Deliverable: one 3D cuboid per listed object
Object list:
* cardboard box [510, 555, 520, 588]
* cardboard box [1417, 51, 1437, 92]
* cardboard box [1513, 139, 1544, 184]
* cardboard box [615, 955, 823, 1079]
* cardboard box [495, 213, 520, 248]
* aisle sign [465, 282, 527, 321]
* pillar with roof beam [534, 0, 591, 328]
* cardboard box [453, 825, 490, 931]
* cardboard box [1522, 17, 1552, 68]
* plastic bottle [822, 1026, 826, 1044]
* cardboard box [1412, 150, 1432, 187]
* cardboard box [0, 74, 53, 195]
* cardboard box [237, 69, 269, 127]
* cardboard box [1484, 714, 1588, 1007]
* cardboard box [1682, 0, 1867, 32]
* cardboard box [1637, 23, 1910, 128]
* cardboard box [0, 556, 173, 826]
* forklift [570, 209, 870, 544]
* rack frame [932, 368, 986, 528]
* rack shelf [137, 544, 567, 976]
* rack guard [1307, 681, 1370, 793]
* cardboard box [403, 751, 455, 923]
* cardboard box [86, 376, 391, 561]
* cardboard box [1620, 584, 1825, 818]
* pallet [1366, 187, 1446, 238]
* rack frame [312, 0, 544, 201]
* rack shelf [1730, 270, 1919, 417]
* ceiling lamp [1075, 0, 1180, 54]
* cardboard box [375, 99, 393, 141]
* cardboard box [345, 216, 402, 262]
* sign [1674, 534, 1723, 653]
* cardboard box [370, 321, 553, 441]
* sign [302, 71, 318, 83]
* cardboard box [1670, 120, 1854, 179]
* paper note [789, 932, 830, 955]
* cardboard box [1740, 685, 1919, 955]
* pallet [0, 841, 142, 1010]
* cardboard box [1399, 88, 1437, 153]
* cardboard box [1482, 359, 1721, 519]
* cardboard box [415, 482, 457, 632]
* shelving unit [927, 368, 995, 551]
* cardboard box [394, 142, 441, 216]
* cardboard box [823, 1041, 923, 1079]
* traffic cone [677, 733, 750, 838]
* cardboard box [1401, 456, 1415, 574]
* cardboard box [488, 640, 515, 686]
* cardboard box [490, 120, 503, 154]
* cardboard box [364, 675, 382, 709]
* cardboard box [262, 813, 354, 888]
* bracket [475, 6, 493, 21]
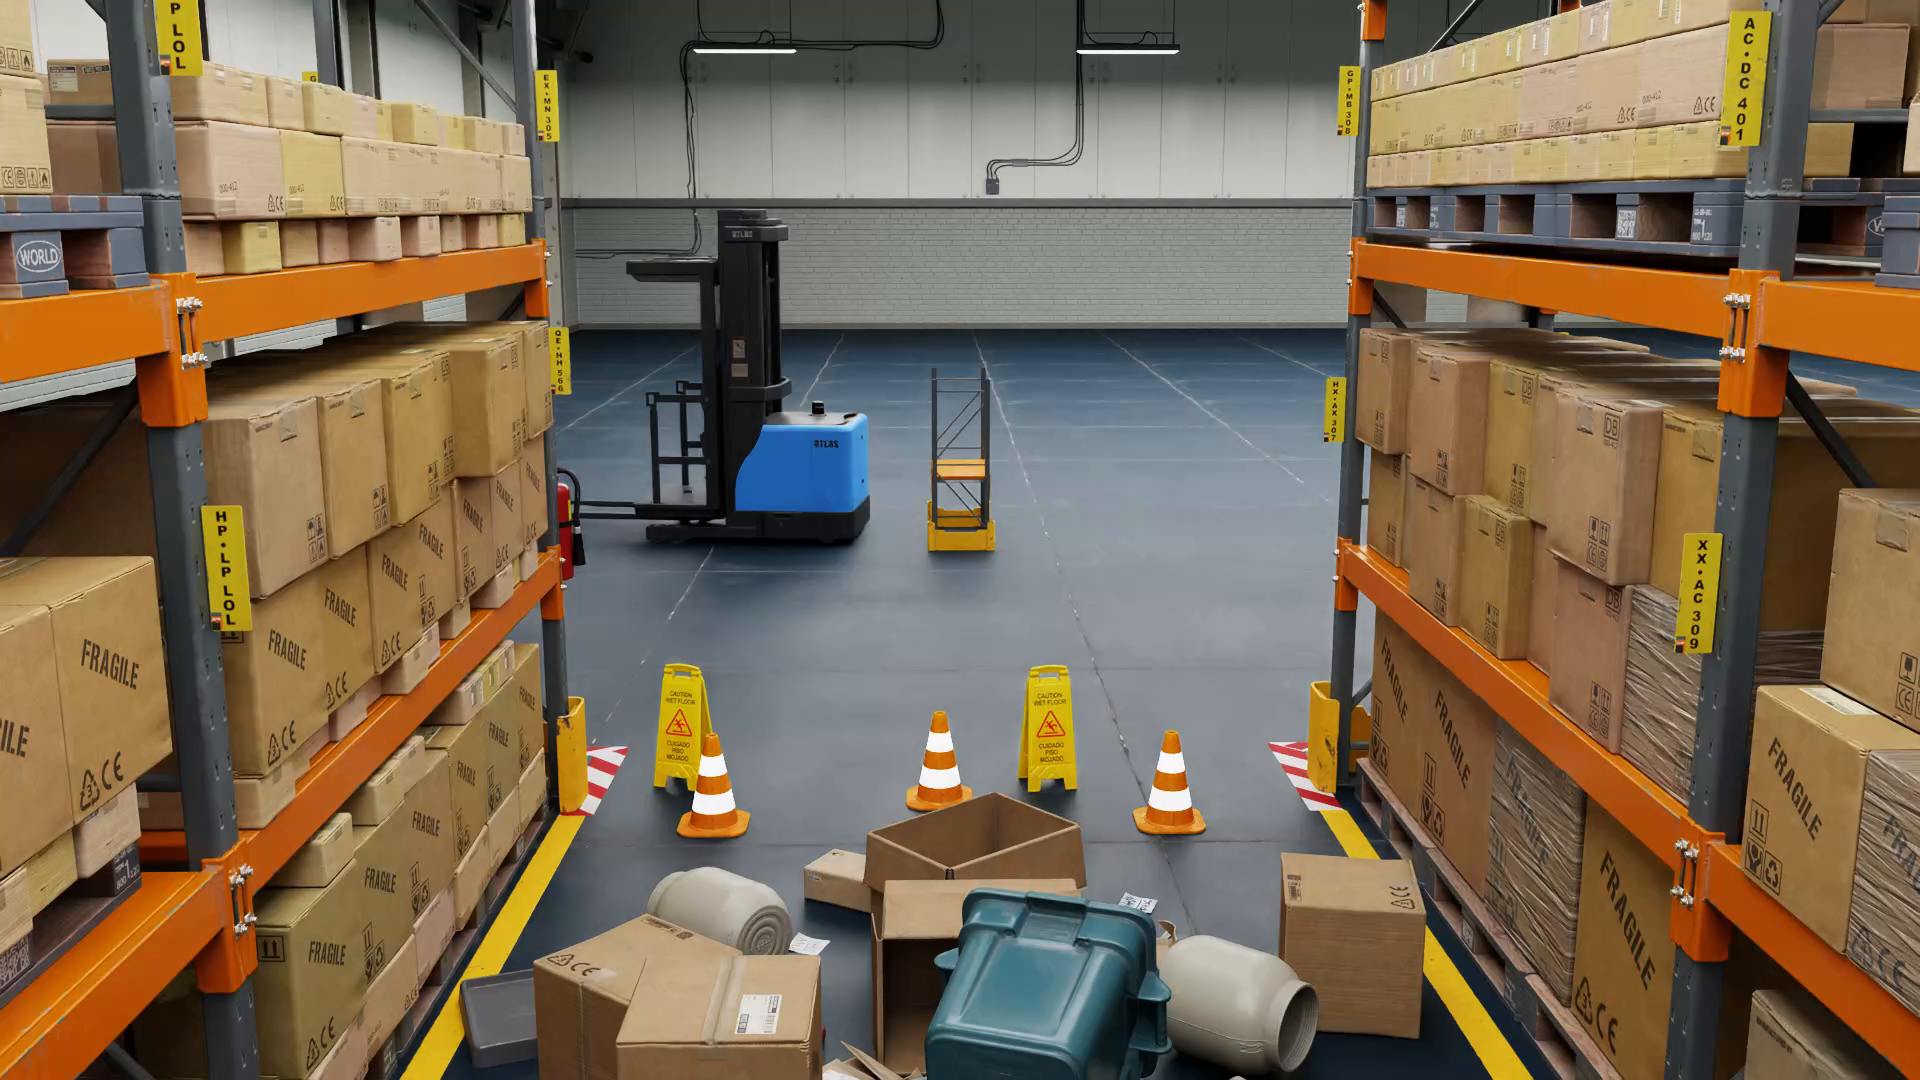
[{"bbox_3d":[-2.185,0.146,7.425,0.380,0.149,0.250,0,11,-2],"label":"cardboard box"},{"bbox_3d":[2.143,-1.965,6.977,0.380,0.149,0.250,0,11,-1],"label":"cardboard box"},{"bbox_3d":[2.168,-1.322,5.813,0.380,0.149,0.250,0,11,-2],"label":"cardboard box"},{"bbox_3d":[-0.645,1.485,4.579,0.500,0.500,0.500,0,11,-1],"label":"cardboard box"},{"bbox_3d":[-2.182,-1.379,7.399,0.380,0.149,0.250,0,11,-1],"label":"cardboard box"},{"bbox_3d":[-2.218,-1.439,8.068,0.394,0.787,0.004,0,11,-1],"label":"aisle sign"},{"bbox_3d":[-4.672,-8.909,36.340,9.100,9.000,0.548,0,11,-1],"label":"pillar with roof beam"},{"bbox_3d":[-2.202,1.357,6.684,0.500,0.250,0.500,-1,11,-3],"label":"cardboard box"},{"bbox_3d":[2.171,-1.711,5.724,0.380,0.149,0.250,0,11,-2],"label":"cardboard box"},{"bbox_3d":[-0.576,1.820,5.935,0.133,0.061,0.283,2,12,9],"label":"plastic bottle"},{"bbox_3d":[2.143,-1.573,7.048,0.380,0.149,0.250,0,11,-1],"label":"cardboard box"},{"bbox_3d":[-2.267,-0.843,3.446,0.500,0.250,0.500,0,11,-2],"label":"cardboard box"},{"bbox_3d":[-2.139,-1.209,4.557,0.380,0.149,0.250,0,11,1],"label":"cardboard box"},{"bbox_3d":[2.557,1.135,6.210,0.875,0.875,0.875,0,11,-1],"label":"cardboard box"},{"bbox_3d":[2.197,-1.460,4.487,0.380,0.149,0.250,0,11,-2],"label":"cardboard box"},{"bbox_3d":[2.256,-1.290,4.652,0.500,0.250,0.500,0,11,-2],"label":"cardboard box"},{"bbox_3d":[-2.185,0.334,3.811,0.500,0.500,0.500,0,11,-2],"label":"cardboard box"},{"bbox_3d":[-2.398,-1.505,15.105,3.031,2.935,1.130,1,12,6],"label":"forklift"},{"bbox_3d":[-0.012,-0.853,15.492,0.500,1.500,0.032,0,11,-1],"label":"rack frame"},{"bbox_3d":[-2.465,0.599,6.372,1.077,0.370,4.000,0,11,-1],"label":"rack shelf"},{"bbox_3d":[2.440,1.029,8.731,1.175,0.500,0.348,0,11,-1],"label":"rack guard"},{"bbox_3d":[-2.198,1.090,6.113,0.500,0.500,0.500,0,11,2],"label":"cardboard box"},{"bbox_3d":[-2.205,-0.231,5.138,0.700,0.500,0.500,0,11,-1],"label":"cardboard box"},{"bbox_3d":[2.503,0.457,4.886,0.875,0.550,0.550,0,11,-1],"label":"cardboard box"},{"bbox_3d":[2.466,-1.471,7.443,1.003,0.211,1.213,0,11,-1],"label":"pallet"},{"bbox_3d":[-2.507,-3.091,7.663,1.000,3.000,0.127,0,11,-1],"label":"rack frame"},{"bbox_3d":[2.564,-0.116,2.353,1.077,0.370,4.000,0,11,-1],"label":"rack shelf"},{"bbox_3d":[3.241,-11.034,32.133,2.000,3.185,0.800,0,11,-1],"label":"ceiling lamp"},{"bbox_3d":[-2.219,-1.466,5.825,0.380,0.149,0.250,0,11,0],"label":"cardboard box"},{"bbox_3d":[-2.124,-1.023,5.642,0.380,0.149,0.250,0,11,-2],"label":"cardboard box"},{"bbox_3d":[1.968,0.143,4.433,0.100,0.325,0.005,0,11,-1],"label":"sign"},{"bbox_3d":[-2.278,-0.735,7.625,0.700,0.500,0.500,-1,11,-3],"label":"cardboard box"},{"bbox_3d":[-3.049,-2.047,7.863,0.100,0.325,0.005,0,11,-1],"label":"sign"},{"bbox_3d":[2.196,-1.069,4.565,0.380,0.149,0.250,0,11,-1],"label":"cardboard box"},{"bbox_3d":[-0.629,1.659,6.835,0.148,0.019,0.142,4,12,18],"label":"paper note"},{"bbox_3d":[2.265,0.660,4.009,0.500,0.500,0.500,0,11,-1],"label":"cardboard box"},{"bbox_3d":[-2.554,0.891,3.608,1.003,0.211,1.213,0,11,-1],"label":"pallet"},{"bbox_3d":[2.205,-1.791,7.119,0.500,0.250,0.500,0,11,-2],"label":"cardboard box"},{"bbox_3d":[2.529,-0.395,6.367,0.875,0.550,0.500,0,11,-1],"label":"cardboard box"},{"bbox_3d":[-2.216,0.061,6.216,0.500,0.500,0.500,0,11,0],"label":"cardboard box"},{"bbox_3d":[-0.002,-0.750,14.985,0.587,1.500,1.083,0,11,-1],"label":"shelving unit"},{"bbox_3d":[-2.189,-1.289,5.955,0.500,0.250,0.500,0,11,-1],"label":"cardboard box"},{"bbox_3d":[-0.295,1.813,5.454,0.258,0.266,0.396,-10,15,-40],"label":"cardboard box"},{"bbox_3d":[-1.208,1.172,8.117,0.336,0.463,0.334,0,11,-1],"label":"traffic cone"},{"bbox_3d":[2.526,-0.082,7.543,0.875,0.550,0.550,0,11,-1],"label":"cardboard box"},{"bbox_3d":[-2.155,0.536,7.214,0.380,0.149,0.250,0,11,0],"label":"cardboard box"},{"bbox_3d":[-2.238,-1.771,7.328,0.380,0.149,0.250,0,11,0],"label":"cardboard box"},{"bbox_3d":[-2.210,0.498,5.690,0.380,0.149,0.250,0,11,-1],"label":"cardboard box"},{"bbox_3d":[-2.109,0.957,5.140,0.380,0.149,0.250,0,11,0],"label":"cardboard box"},{"bbox_3d":[-8.488,-9.382,29.617,0.235,0.232,0.430,0,11,-1],"label":"bracket"}]
